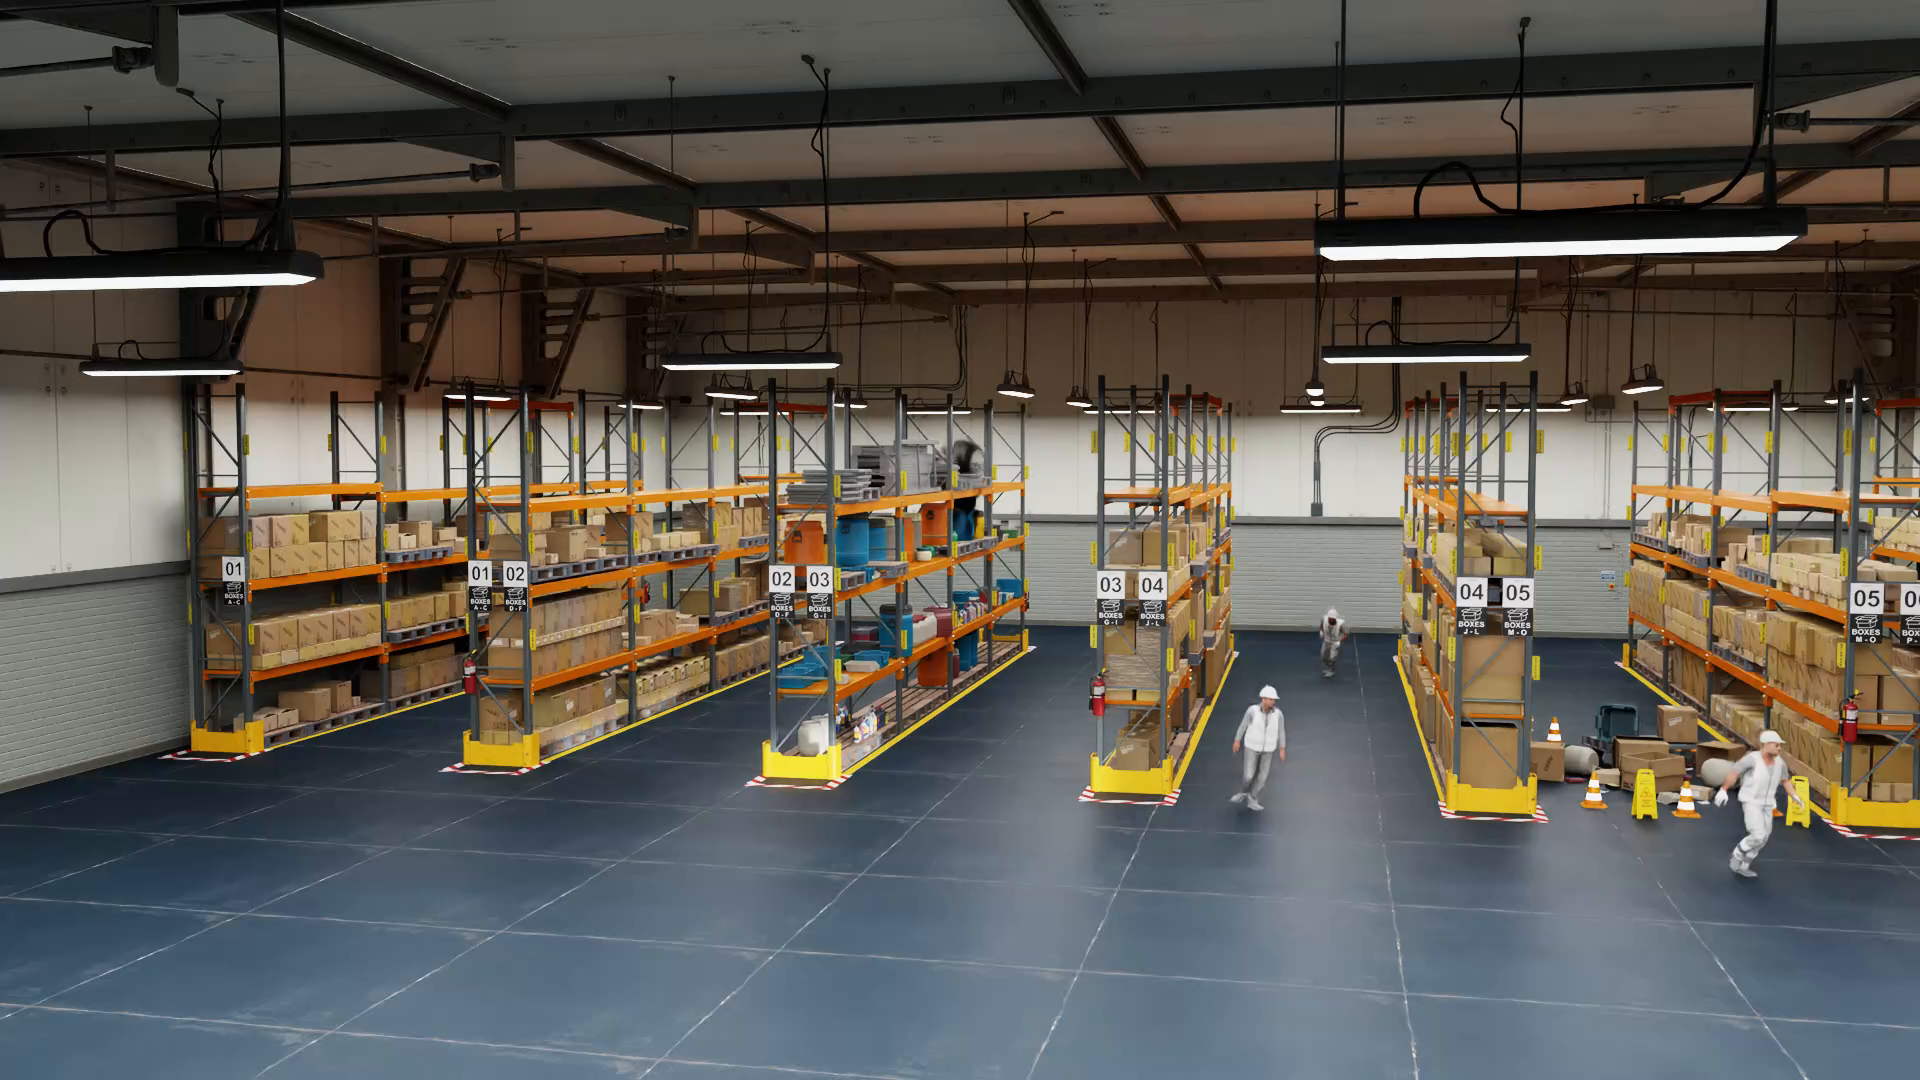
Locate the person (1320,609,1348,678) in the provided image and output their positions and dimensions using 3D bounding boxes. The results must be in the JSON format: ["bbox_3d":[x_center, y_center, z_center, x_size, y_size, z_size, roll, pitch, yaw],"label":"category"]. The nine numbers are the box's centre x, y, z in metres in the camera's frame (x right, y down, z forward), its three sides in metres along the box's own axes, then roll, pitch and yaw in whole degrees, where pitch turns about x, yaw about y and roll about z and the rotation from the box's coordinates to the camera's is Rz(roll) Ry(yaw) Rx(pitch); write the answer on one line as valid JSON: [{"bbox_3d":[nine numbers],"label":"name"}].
[{"bbox_3d":[7.980,2.204,35.618,0.737,1.523,0.950,2,4,37],"label":"person"}]

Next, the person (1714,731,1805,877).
[{"bbox_3d":[9.179,3.031,19.033,0.680,1.723,0.777,-1,3,-15],"label":"person"}]

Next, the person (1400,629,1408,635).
[{"bbox_3d":[10.777,1.943,39.667,0.621,1.576,0.648,1,4,23],"label":"person"}]

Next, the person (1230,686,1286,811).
[{"bbox_3d":[4.084,2.842,22.707,0.693,1.736,0.600,0,3,-9],"label":"person"}]
